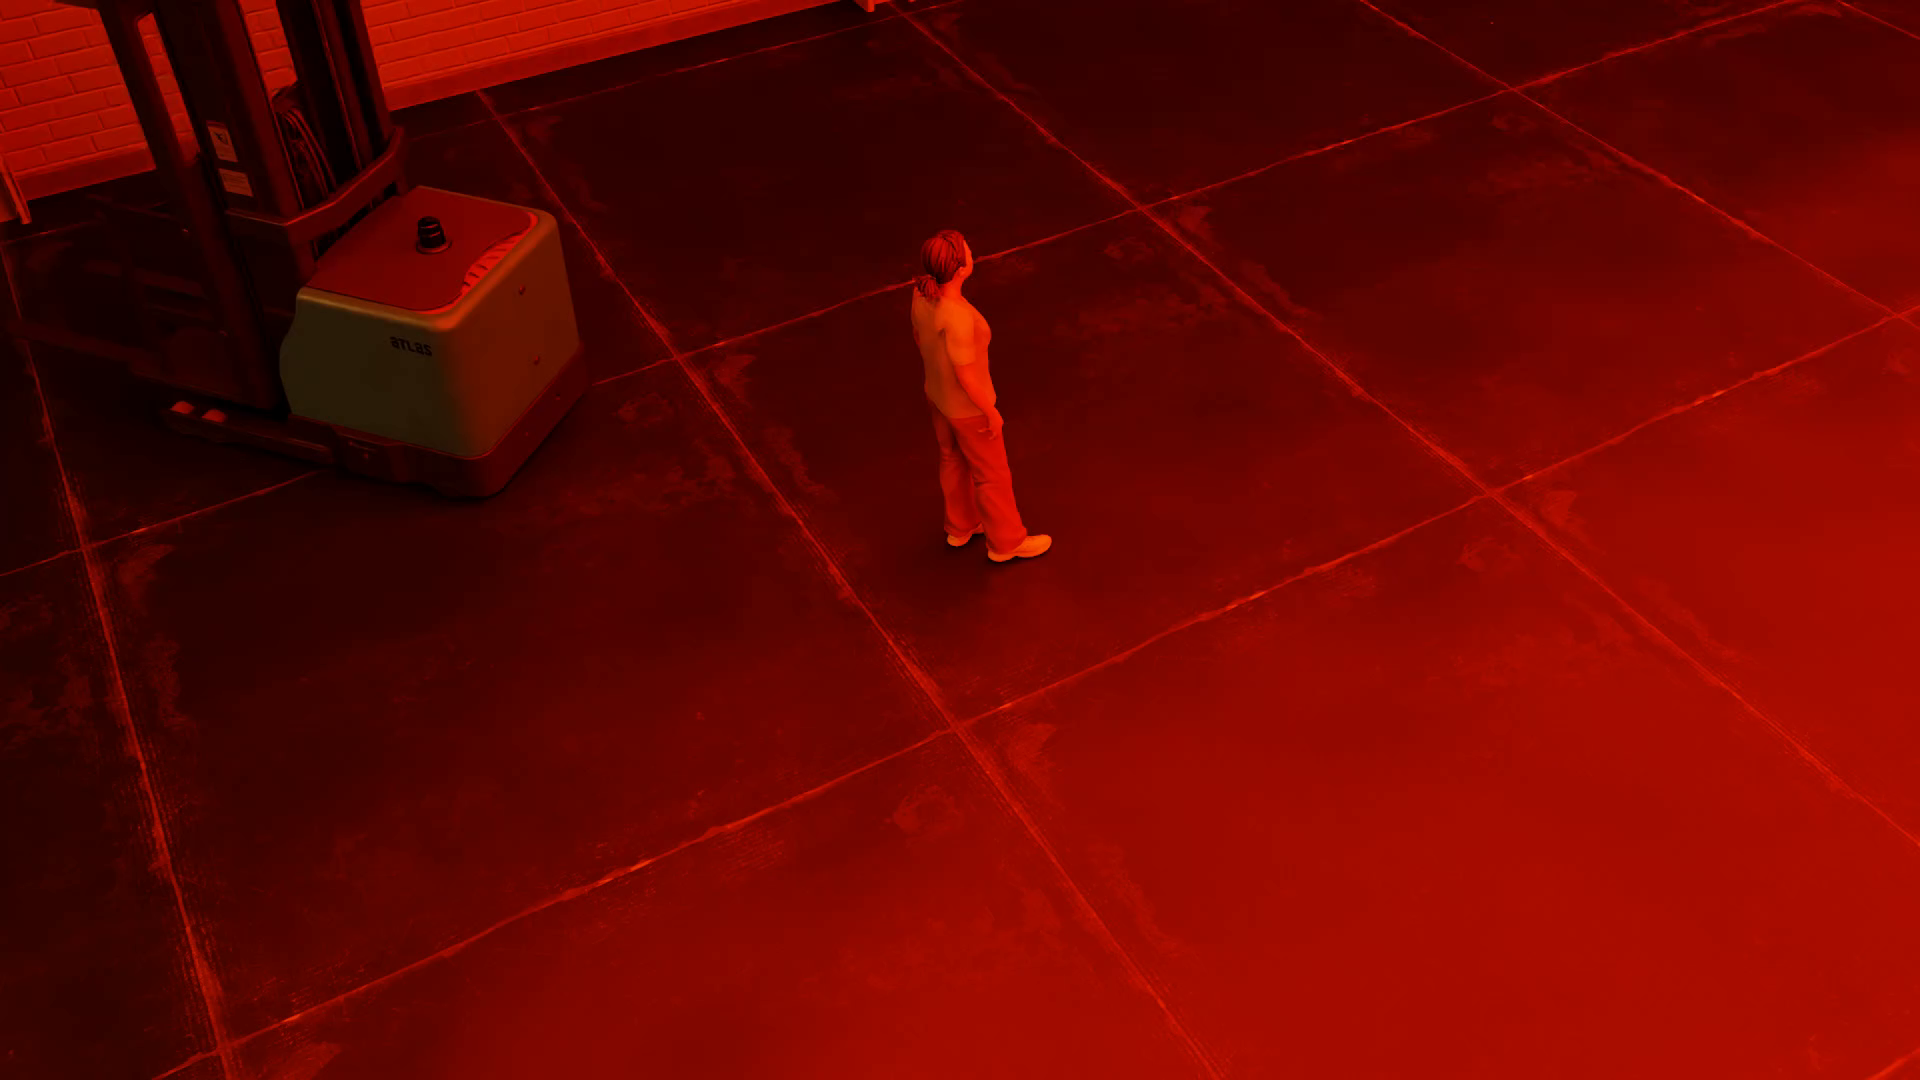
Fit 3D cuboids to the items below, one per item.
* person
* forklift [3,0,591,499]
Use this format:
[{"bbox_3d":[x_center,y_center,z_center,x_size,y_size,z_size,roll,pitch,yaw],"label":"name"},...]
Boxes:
[{"bbox_3d":[0.070,-0.638,7.298,0.548,1.674,0.552,-21,47,-21],"label":"person"},{"bbox_3d":[-3.489,-1.889,7.734,3.031,2.935,1.130,14,45,14],"label":"forklift"}]
